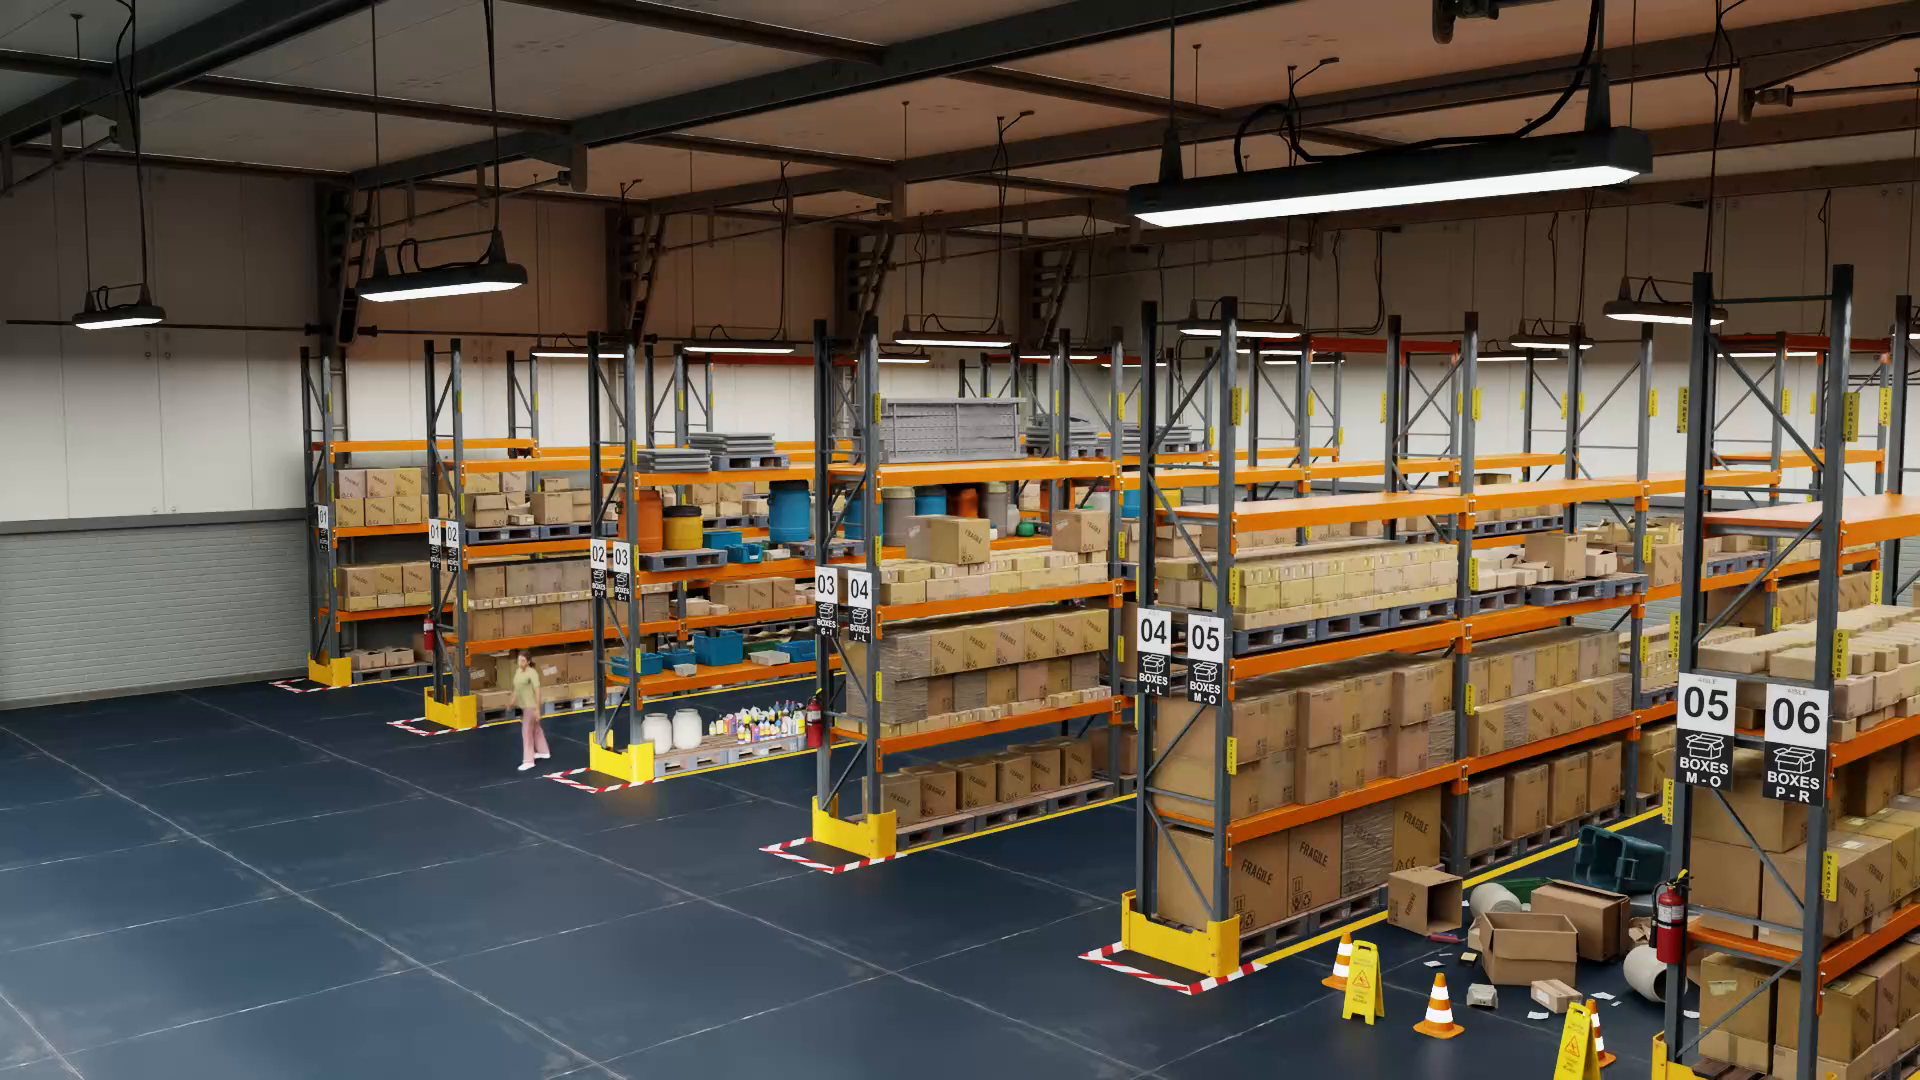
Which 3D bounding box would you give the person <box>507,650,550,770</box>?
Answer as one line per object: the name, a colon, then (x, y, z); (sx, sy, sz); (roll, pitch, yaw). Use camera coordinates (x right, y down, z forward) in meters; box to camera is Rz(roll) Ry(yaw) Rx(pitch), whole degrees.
person: (-5.992, 2.341, 23.160); (0.599, 1.605, 0.687); (5, 7, 43)
